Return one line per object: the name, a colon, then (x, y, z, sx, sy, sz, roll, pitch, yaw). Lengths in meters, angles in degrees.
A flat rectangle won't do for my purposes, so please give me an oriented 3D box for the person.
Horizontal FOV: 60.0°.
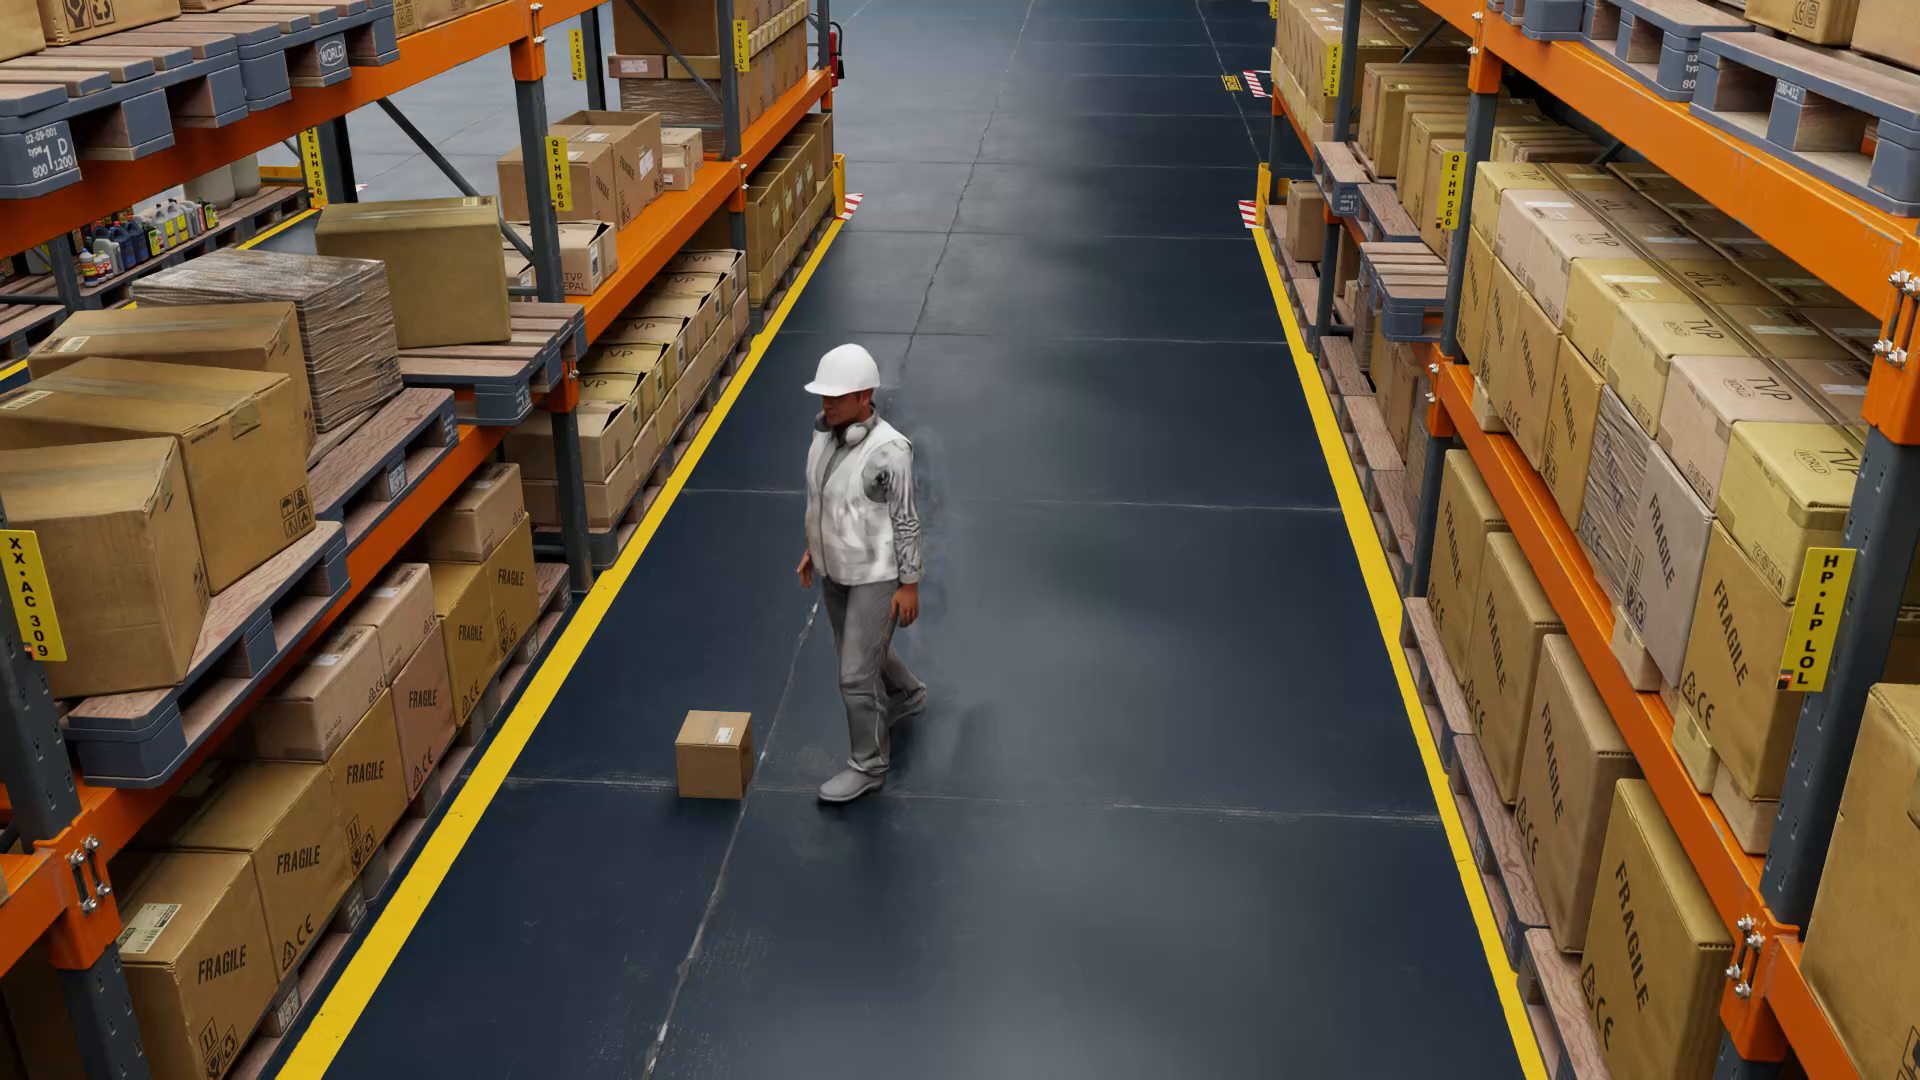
person: (-0.363, 0.087, 6.397, 0.718, 1.763, 0.595, -19, 30, -36)
